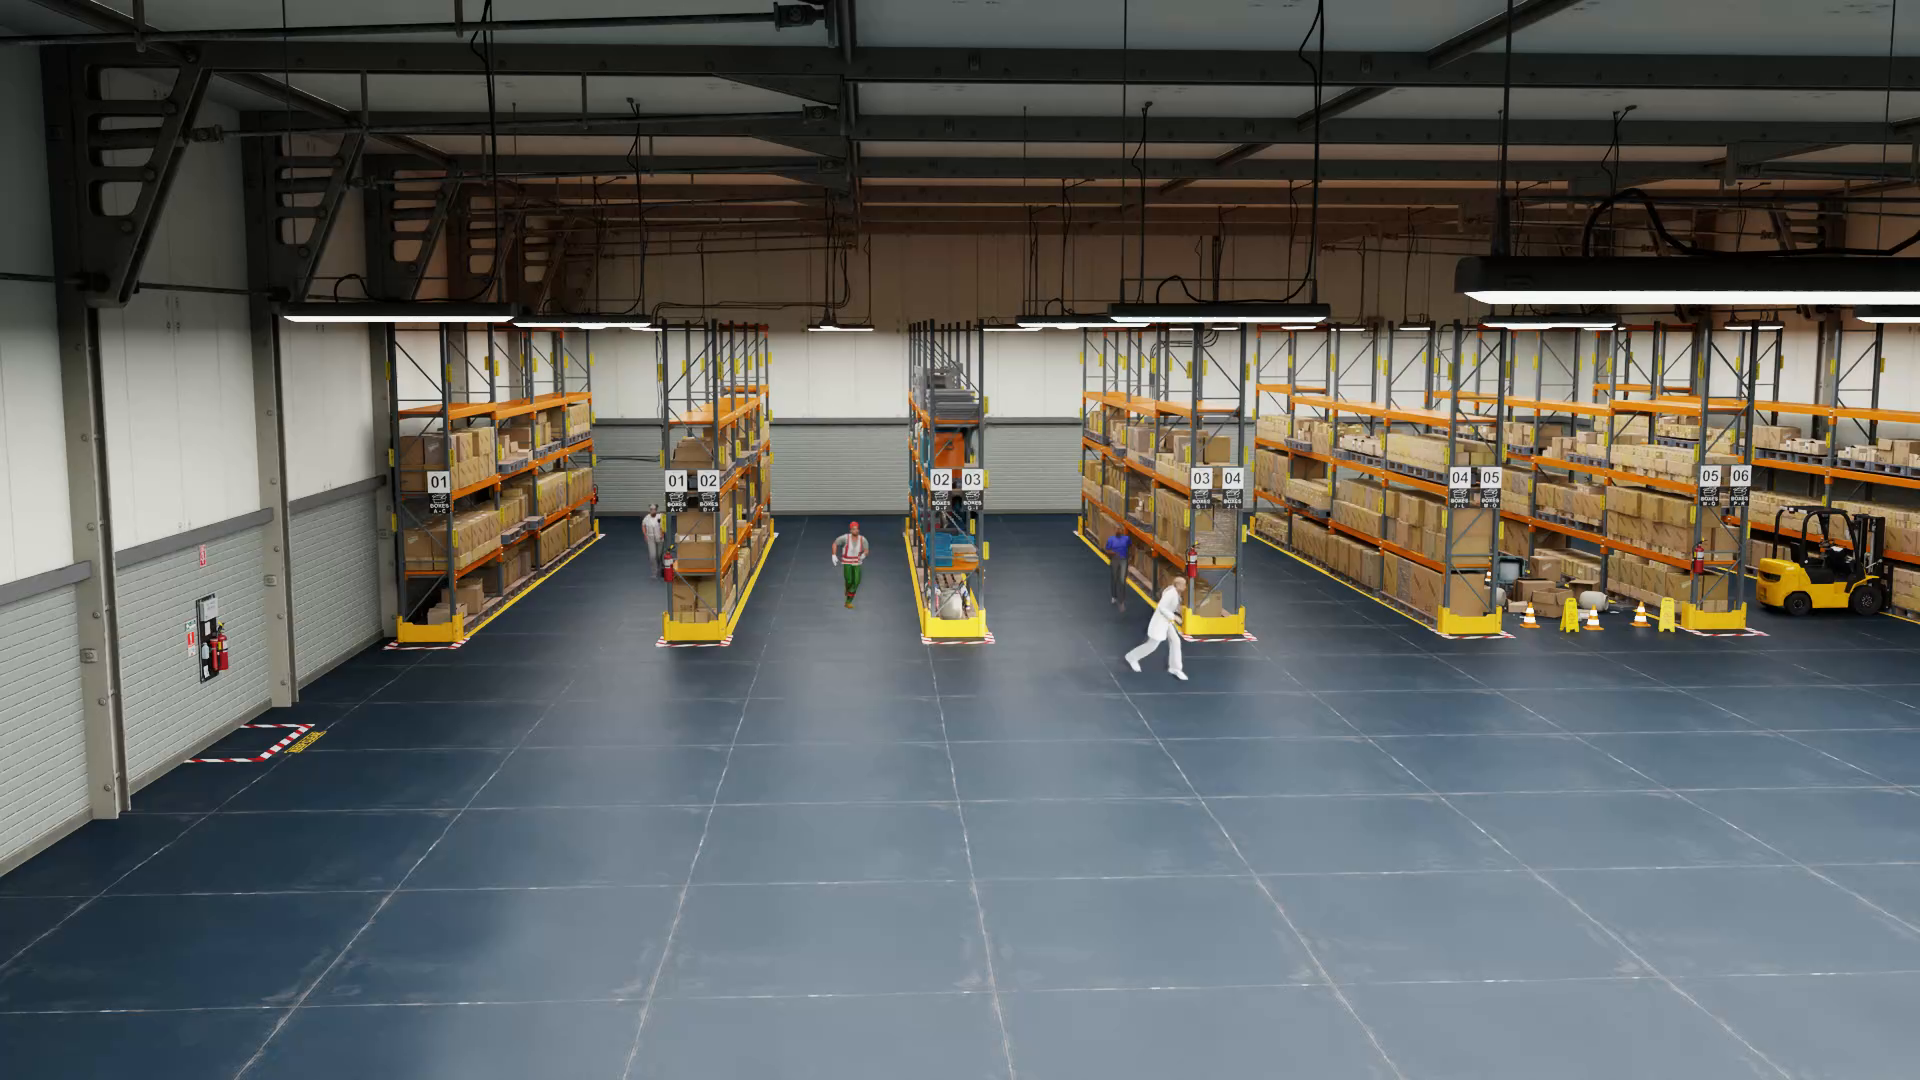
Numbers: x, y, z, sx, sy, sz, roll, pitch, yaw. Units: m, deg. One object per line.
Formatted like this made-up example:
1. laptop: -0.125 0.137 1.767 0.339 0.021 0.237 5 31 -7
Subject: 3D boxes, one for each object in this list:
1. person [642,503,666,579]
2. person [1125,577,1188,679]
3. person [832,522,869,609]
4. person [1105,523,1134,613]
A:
1. person: -7.191 0.006 39.341 0.658 1.800 0.765 -1 7 -4
2. person: 3.313 1.464 27.924 1.098 1.727 0.752 2 7 19
3. person: -2.144 0.511 32.978 0.710 1.747 0.664 -2 7 -16
4. person: 3.199 0.540 33.333 0.583 1.748 0.737 0 7 3
